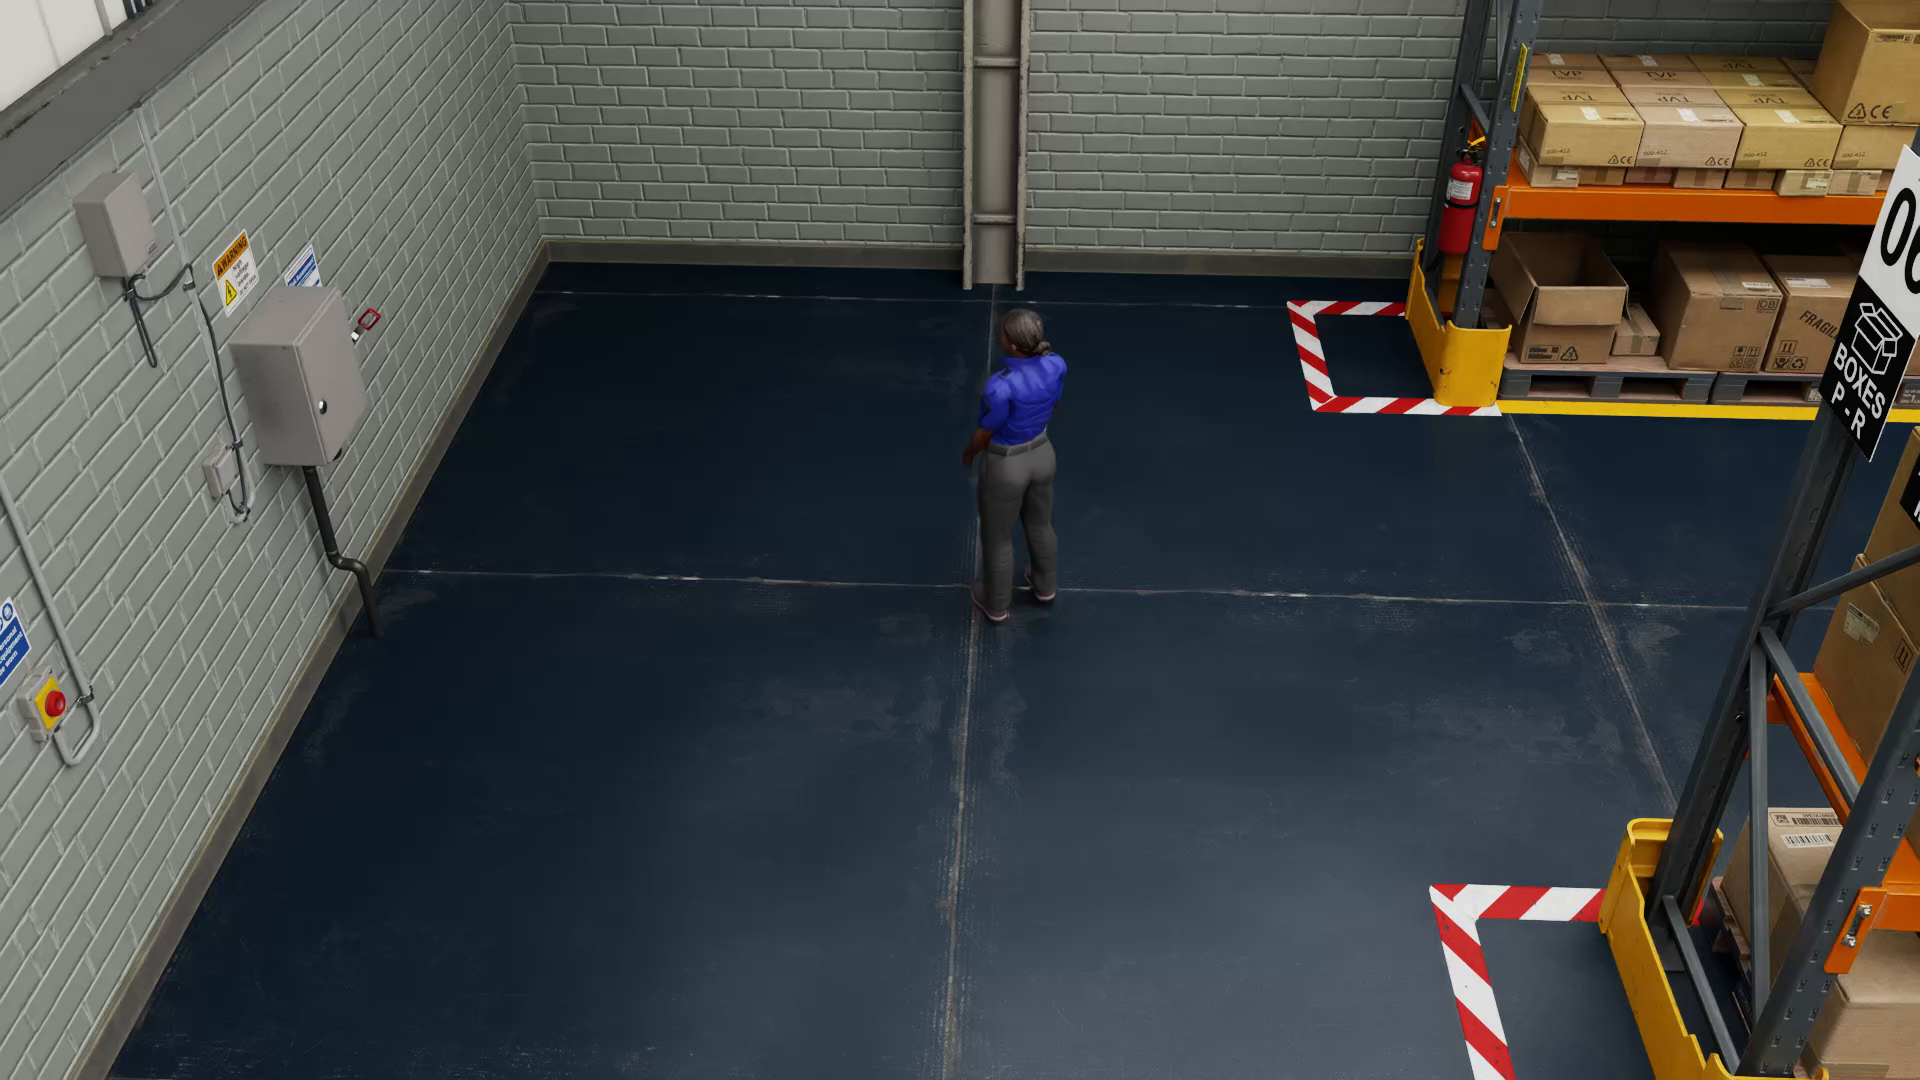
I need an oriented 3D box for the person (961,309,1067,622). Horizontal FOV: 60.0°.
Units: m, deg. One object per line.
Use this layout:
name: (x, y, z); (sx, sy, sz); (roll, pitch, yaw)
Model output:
person: (0.262, -0.366, 7.604); (0.554, 1.661, 0.420); (-25, 43, -30)
